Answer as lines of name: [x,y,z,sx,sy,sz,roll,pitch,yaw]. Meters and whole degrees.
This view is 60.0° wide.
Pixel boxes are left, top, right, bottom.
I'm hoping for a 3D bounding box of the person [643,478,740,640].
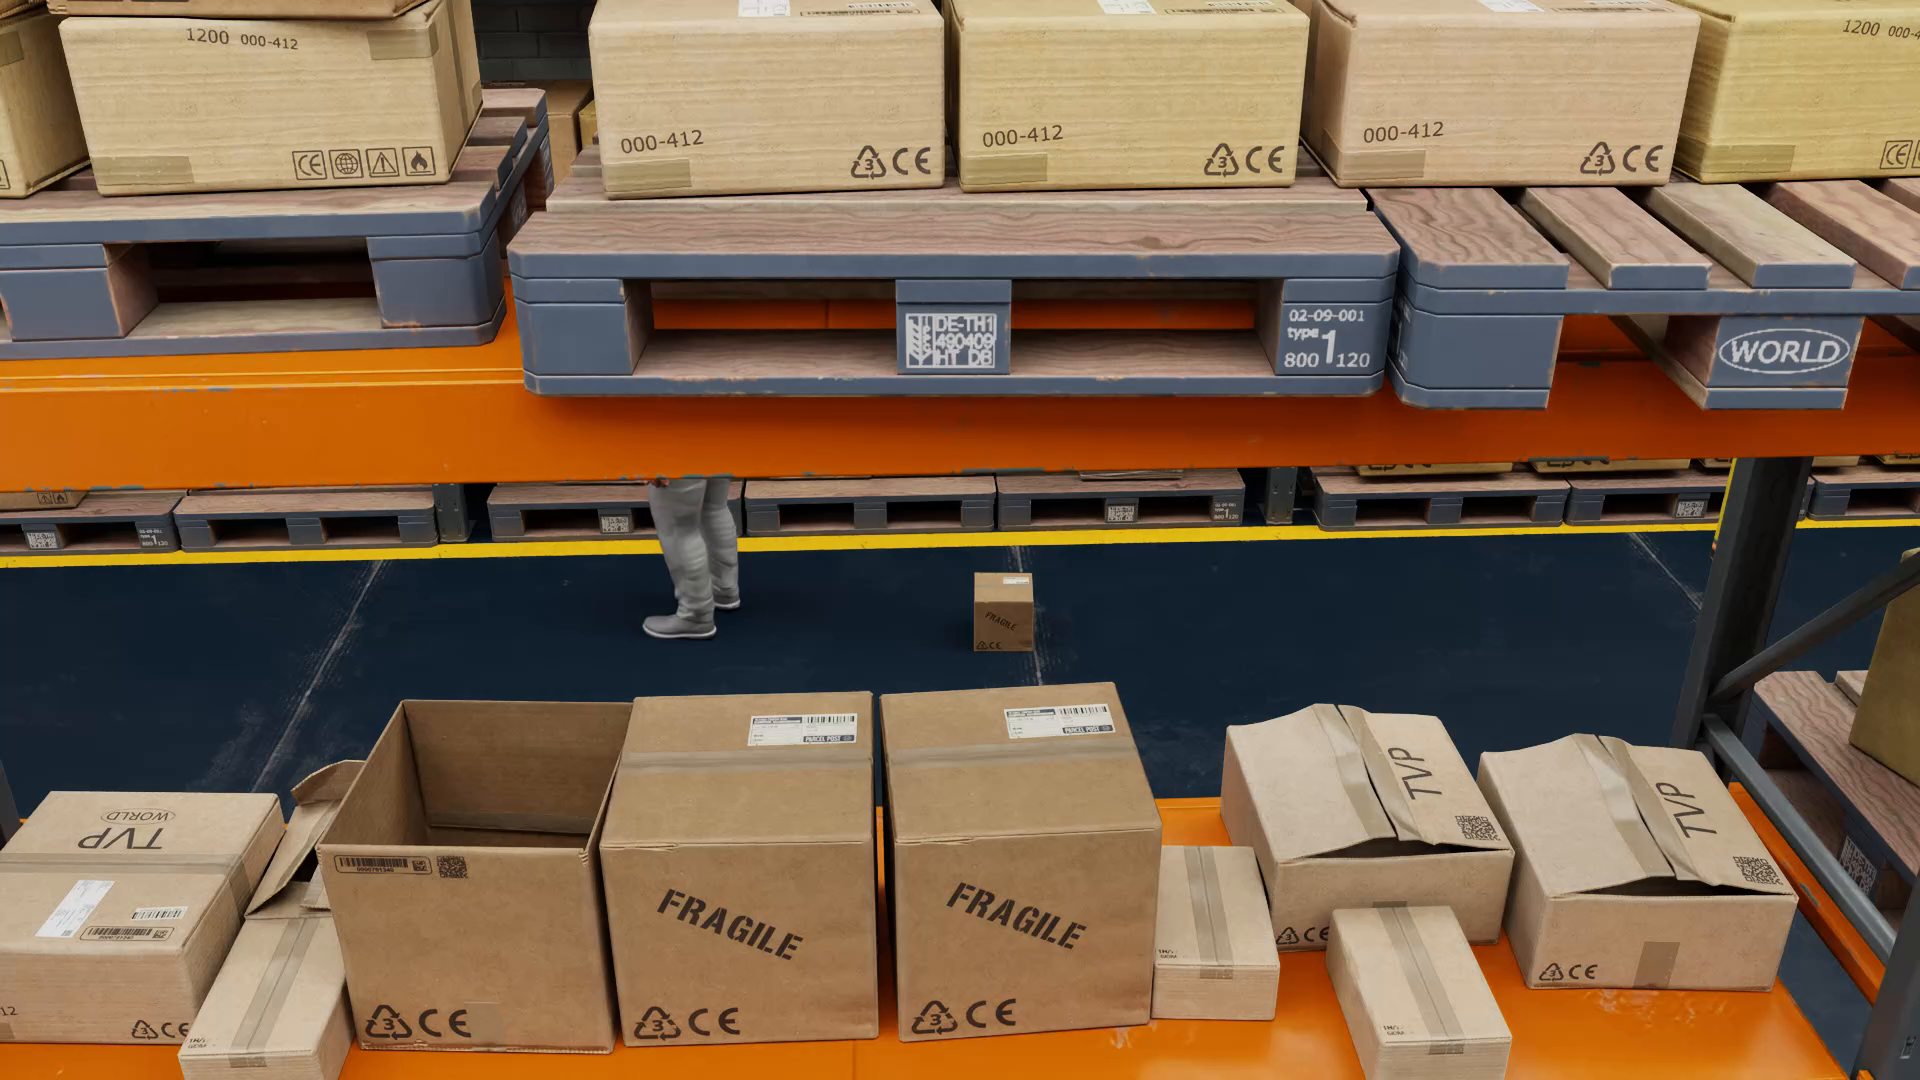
person: [-1.150,-0.427,6.917,0.399,1.778,0.525,9,29,16]
